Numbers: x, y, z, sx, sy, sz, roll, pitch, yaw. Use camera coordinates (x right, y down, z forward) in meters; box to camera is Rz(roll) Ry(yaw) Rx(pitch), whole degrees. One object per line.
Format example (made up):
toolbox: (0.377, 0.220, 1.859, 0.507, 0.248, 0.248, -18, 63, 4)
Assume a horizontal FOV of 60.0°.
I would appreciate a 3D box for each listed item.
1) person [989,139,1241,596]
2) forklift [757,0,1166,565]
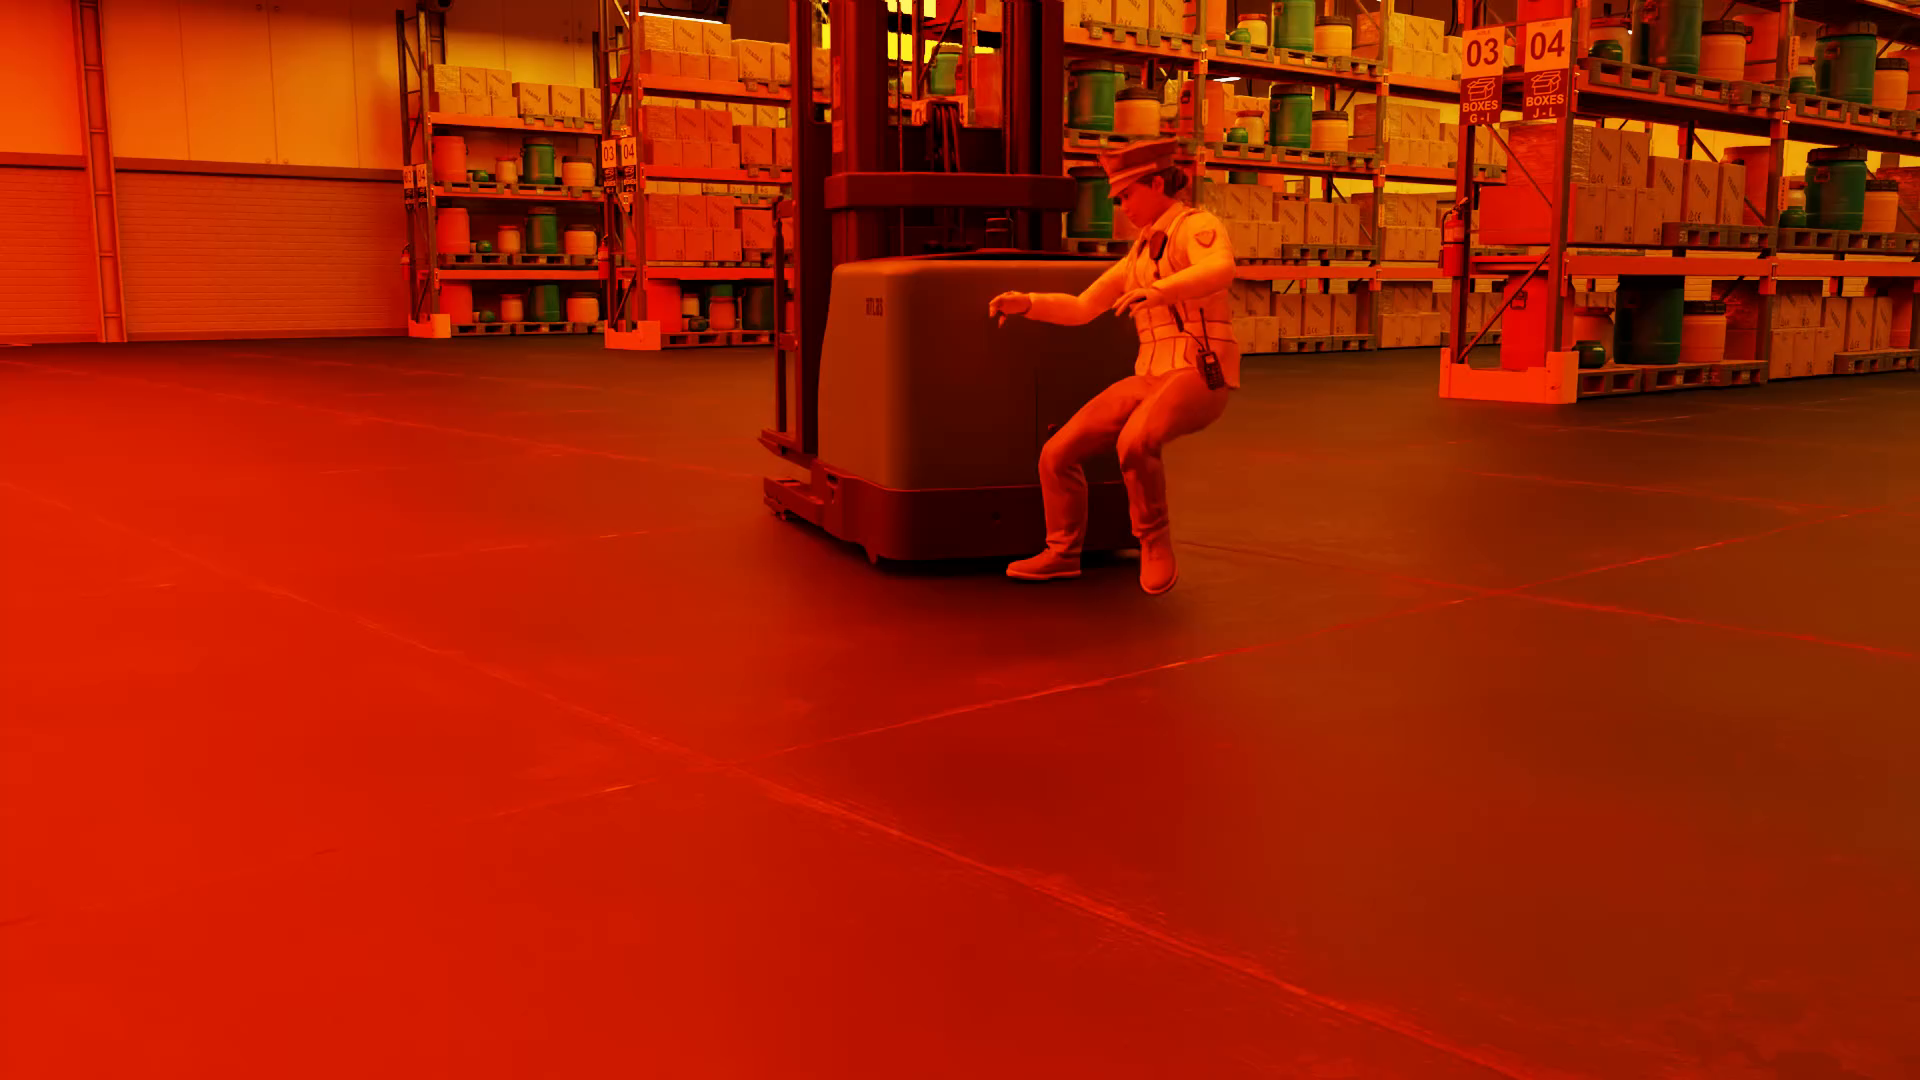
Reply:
person: (0.486, -0.532, 5.232, 0.742, 1.438, 0.852, -4, 10, -23)
forklift: (-0.220, -1.548, 6.957, 1.130, 2.935, 3.031, -3, 9, -19)
